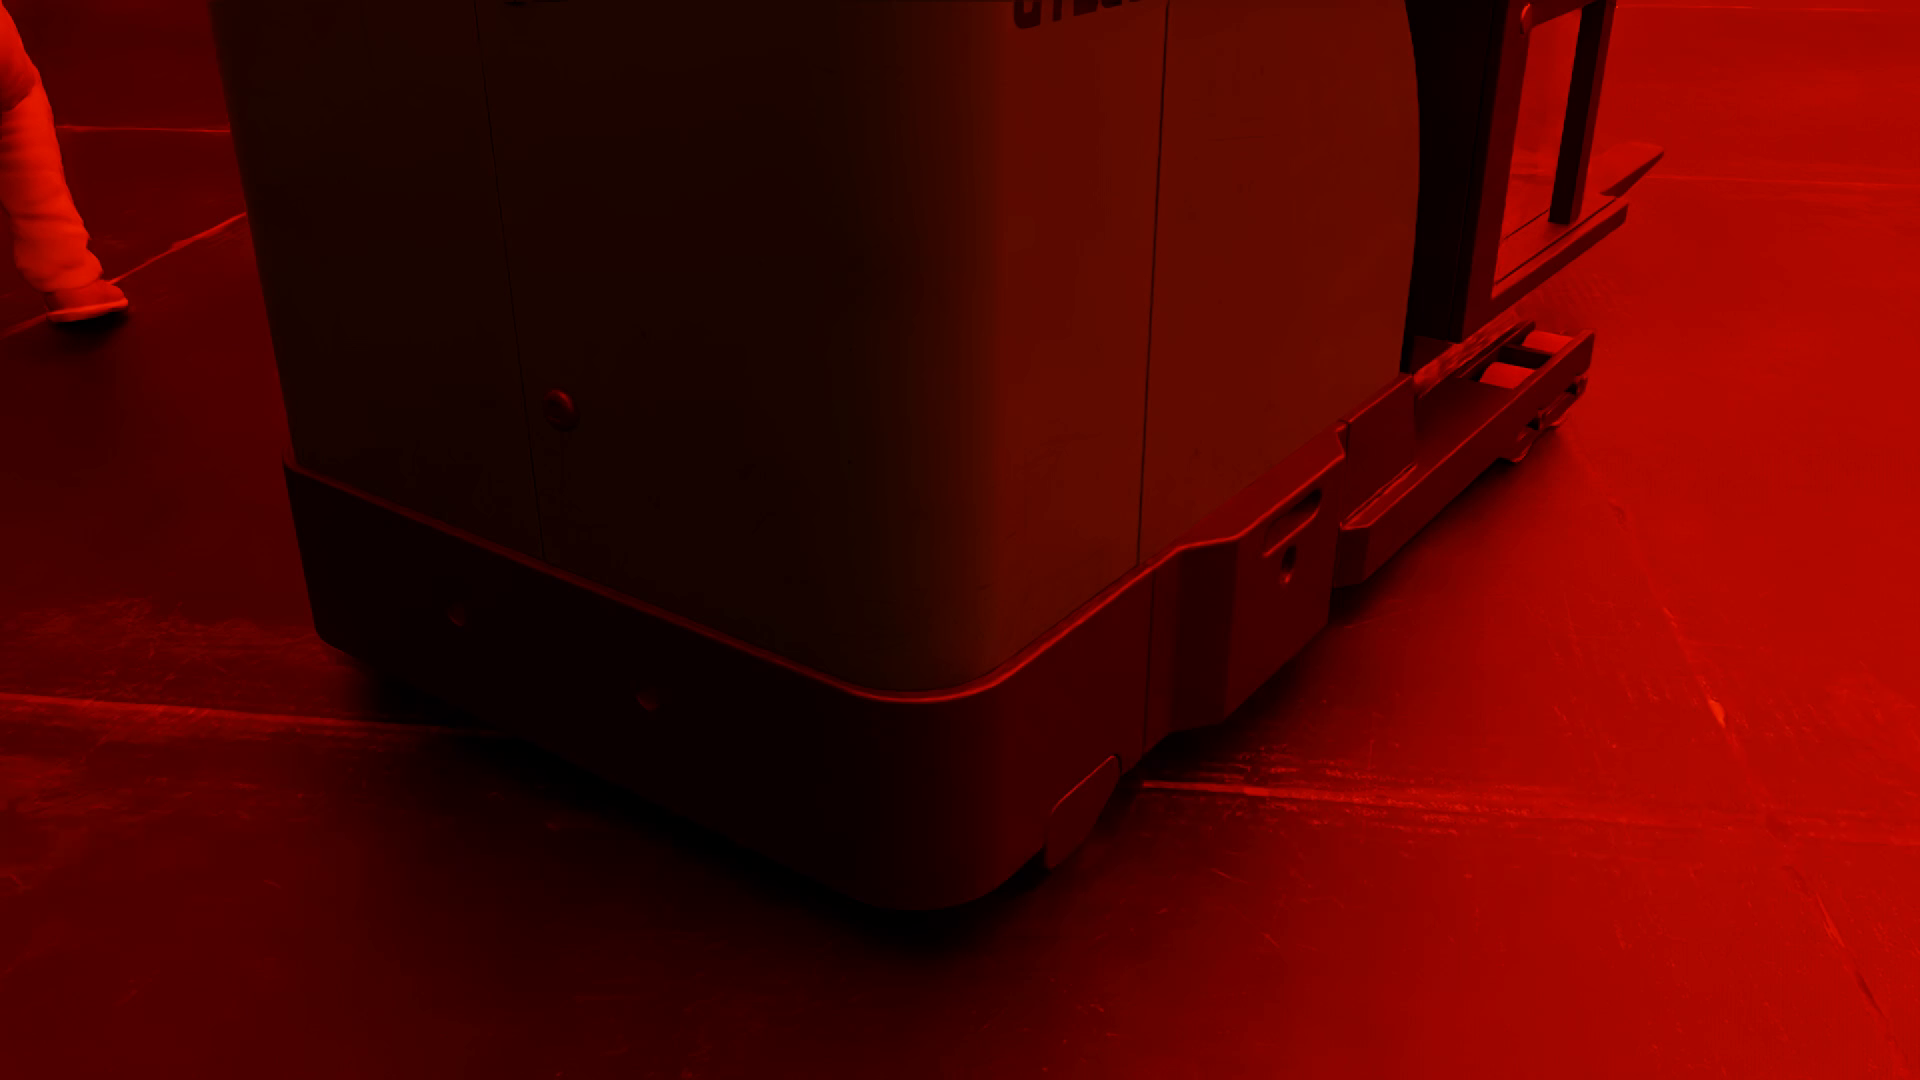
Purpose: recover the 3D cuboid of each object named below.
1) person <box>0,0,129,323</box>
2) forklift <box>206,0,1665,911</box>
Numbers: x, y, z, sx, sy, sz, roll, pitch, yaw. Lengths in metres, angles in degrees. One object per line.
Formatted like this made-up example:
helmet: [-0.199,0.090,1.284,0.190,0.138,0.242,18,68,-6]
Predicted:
person: [-1.934,-1.005,2.991,0.739,1.412,0.909,-8,28,-16]
forklift: [0.445,-1.552,2.327,1.130,2.935,3.031,18,32,32]
